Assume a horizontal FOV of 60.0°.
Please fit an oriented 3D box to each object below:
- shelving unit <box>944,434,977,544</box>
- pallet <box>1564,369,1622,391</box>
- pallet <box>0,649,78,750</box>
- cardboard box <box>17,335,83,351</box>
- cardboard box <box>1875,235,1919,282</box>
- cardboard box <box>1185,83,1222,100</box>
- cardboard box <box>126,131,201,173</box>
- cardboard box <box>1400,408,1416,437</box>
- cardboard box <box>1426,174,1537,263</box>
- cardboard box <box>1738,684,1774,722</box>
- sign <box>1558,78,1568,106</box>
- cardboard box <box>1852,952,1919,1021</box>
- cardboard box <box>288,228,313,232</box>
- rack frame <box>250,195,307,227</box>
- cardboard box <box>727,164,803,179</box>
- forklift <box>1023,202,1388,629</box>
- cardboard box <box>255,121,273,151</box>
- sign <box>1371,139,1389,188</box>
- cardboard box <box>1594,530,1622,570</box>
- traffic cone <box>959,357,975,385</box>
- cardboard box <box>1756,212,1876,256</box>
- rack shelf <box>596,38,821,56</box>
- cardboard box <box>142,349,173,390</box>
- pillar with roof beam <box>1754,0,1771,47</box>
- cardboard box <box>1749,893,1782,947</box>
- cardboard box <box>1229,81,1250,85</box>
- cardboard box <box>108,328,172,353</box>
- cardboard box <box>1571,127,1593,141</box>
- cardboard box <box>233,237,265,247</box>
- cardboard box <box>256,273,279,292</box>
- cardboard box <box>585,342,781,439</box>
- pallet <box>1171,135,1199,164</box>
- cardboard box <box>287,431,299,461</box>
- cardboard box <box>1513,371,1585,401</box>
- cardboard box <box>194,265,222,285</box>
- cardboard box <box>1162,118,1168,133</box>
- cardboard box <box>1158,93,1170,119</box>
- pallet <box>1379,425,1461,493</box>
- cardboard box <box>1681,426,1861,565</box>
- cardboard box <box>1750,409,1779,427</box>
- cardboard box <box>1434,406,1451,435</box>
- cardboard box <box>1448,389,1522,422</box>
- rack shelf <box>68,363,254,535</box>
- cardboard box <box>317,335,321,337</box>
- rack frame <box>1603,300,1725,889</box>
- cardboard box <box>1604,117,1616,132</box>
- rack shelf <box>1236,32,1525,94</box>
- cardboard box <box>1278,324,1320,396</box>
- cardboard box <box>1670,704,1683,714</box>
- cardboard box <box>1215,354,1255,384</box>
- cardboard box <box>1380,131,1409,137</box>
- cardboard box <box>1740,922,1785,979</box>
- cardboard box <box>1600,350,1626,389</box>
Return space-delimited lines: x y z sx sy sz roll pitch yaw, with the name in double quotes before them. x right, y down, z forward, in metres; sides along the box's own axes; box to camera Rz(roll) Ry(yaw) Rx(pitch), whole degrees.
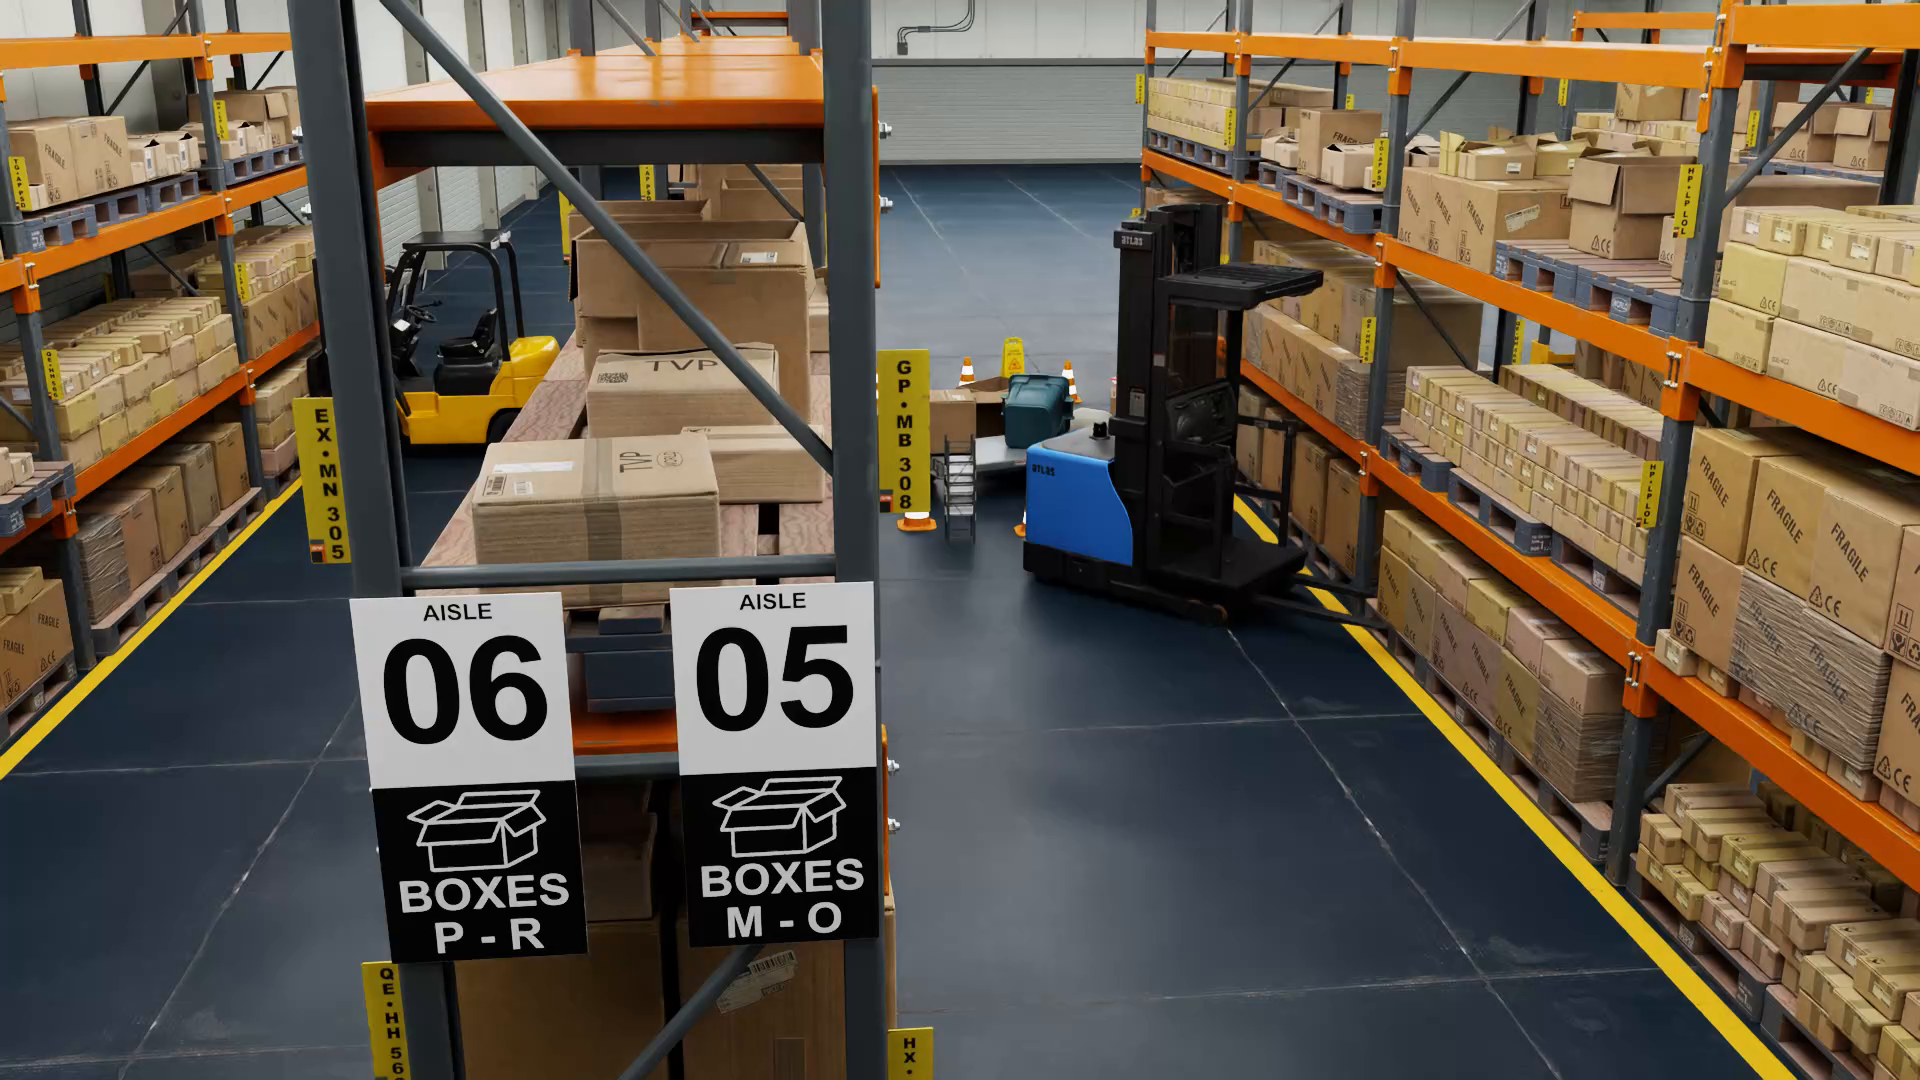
"shelving unit" 0.001 -0.427 14.035 0.258 0.900 0.210 -2 18 -6
"pallet" 7.602 -1.785 19.511 1.003 0.211 1.213 -2 18 -6
"pallet" -6.384 1.017 10.586 1.003 0.211 1.213 -2 18 -6
"cardboard box" -6.836 -1.442 12.512 0.380 0.149 0.250 -1 17 -4
"cardboard box" 3.734 -1.067 6.309 0.380 0.149 0.250 -2 18 -7
"cardboard box" 2.502 -4.558 16.899 0.380 0.149 0.250 -2 17 -5
"cardboard box" -6.519 -3.157 13.500 0.500 0.311 0.500 -2 18 -7
"cardboard box" 3.272 -0.816 11.486 0.380 0.149 0.250 -2 18 -6
"cardboard box" 3.280 -2.026 10.449 0.500 0.500 0.500 -2 18 -6
"cardboard box" 3.723 0.684 7.410 0.380 0.149 0.250 -3 18 -8
"sign" 7.006 -5.213 19.306 0.100 0.325 0.005 -2 18 -6
"cardboard box" 3.805 1.768 6.601 0.380 0.149 0.250 -2 18 -5
"cardboard box" -6.945 -3.247 17.765 0.380 0.149 0.250 -2 18 -6
"rack frame" -7.248 -2.921 18.472 1.000 3.000 0.127 -2 18 -6
"cardboard box" -1.016 -1.855 9.201 0.500 0.500 0.500 -2 18 -5
"forklift" 1.965 -0.939 12.273 3.031 2.935 1.130 14 22 37
"cardboard box" -6.687 -3.796 15.608 0.396 0.266 0.258 -2 18 -7
"sign" 2.874 -2.576 11.370 0.100 0.325 0.005 -2 18 -6
"cardboard box" 3.574 0.047 8.738 0.380 0.149 0.250 -2 18 -5
"traffic cone" 0.085 -1.912 19.495 0.336 0.463 0.334 -2 18 -6
"cardboard box" 3.623 -1.295 7.036 0.380 0.149 0.250 -3 18 -8
"rack shelf" -1.280 -2.424 8.743 1.077 0.370 4.000 -2 18 -6
"cardboard box" -6.390 -1.301 12.729 0.500 0.250 0.500 -2 17 -5
"pillar with roof beam" 16.502 -13.538 42.276 9.100 9.000 0.400 -2 18 -6
"cardboard box" 3.760 1.677 7.388 0.380 0.149 0.250 -3 18 -8
"cardboard box" 3.077 -4.806 17.689 0.380 0.149 0.250 -2 18 -5
"cardboard box" -6.314 -1.535 12.808 0.380 0.149 0.250 -2 18 -7
"cardboard box" 7.338 -4.589 19.030 0.500 0.250 0.500 -1 17 -4
"cardboard box" -7.329 -3.004 16.991 0.380 0.149 0.250 -1 17 -4
"cardboard box" -6.642 -2.419 15.624 0.380 0.149 0.250 -1 17 -4
"cardboard box" -0.766 -0.392 4.692 0.500 0.311 0.500 -1 17 -5
"pallet" 2.818 -4.062 17.248 1.003 0.211 1.213 -2 18 -6
"cardboard box" -6.624 -0.923 15.997 0.500 0.250 0.500 -2 18 -7
"cardboard box" 3.957 -1.032 11.182 0.380 0.149 0.250 -2 18 -6
"cardboard box" -6.708 -2.407 15.089 0.380 0.149 0.250 -2 17 -5
"cardboard box" 2.397 -4.479 17.981 0.380 0.149 0.250 -2 18 -5
"cardboard box" 2.450 -4.705 18.033 0.500 0.250 0.500 -2 18 -6
"pallet" 3.606 -0.574 11.318 1.213 0.211 1.003 -2 18 -6
"cardboard box" 3.644 -0.208 7.498 0.500 0.500 0.500 -1 17 -4
"cardboard box" 8.000 -1.023 15.867 0.700 0.500 0.500 -3 18 -10
"cardboard box" 3.338 -0.787 10.897 0.380 0.149 0.250 -2 18 -7
"cardboard box" 3.360 -0.863 10.644 0.380 0.149 0.250 -3 18 -8
"rack shelf" -6.630 -0.790 12.886 1.077 0.370 4.000 -2 18 -6
"cardboard box" -6.891 -2.159 18.265 0.500 0.250 0.500 -1 17 -4
"rack frame" 3.839 0.317 8.159 1.000 3.000 0.127 -2 18 -6
"cardboard box" 7.380 -4.607 18.420 0.380 0.149 0.250 -1 17 -3
"rack shelf" 3.221 -3.799 13.122 1.077 0.370 4.000 -2 18 -6
"cardboard box" 2.955 -1.498 13.775 0.500 0.500 0.500 -2 17 -5
"cardboard box" 4.026 0.723 9.086 0.500 0.250 0.500 -3 18 -8
"cardboard box" 3.019 -1.443 16.610 0.875 0.875 0.875 -2 17 -5
"cardboard box" 3.414 -3.188 13.596 0.500 0.311 0.500 -2 18 -8
"cardboard box" 3.738 1.821 7.427 0.380 0.149 0.250 -2 18 -7
"cardboard box" 7.689 -2.025 19.093 0.500 0.500 0.500 3 18 9
